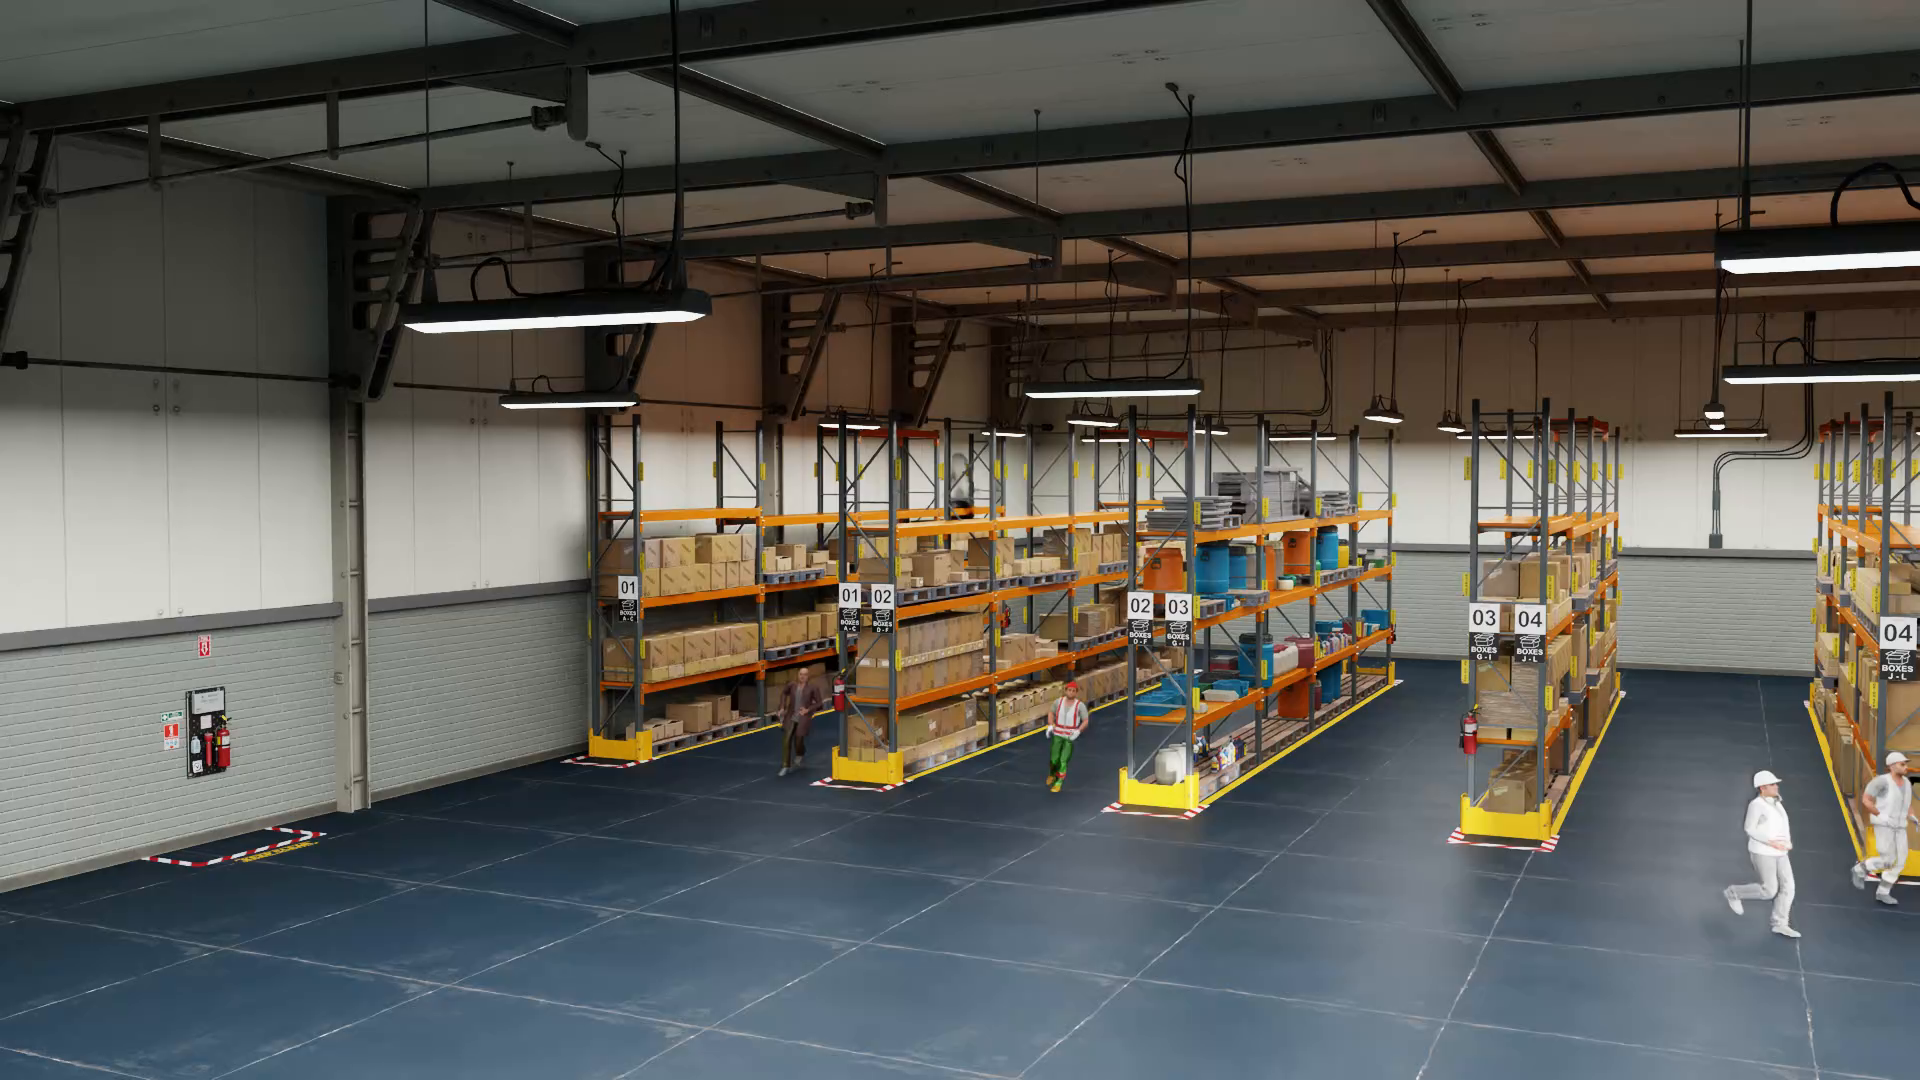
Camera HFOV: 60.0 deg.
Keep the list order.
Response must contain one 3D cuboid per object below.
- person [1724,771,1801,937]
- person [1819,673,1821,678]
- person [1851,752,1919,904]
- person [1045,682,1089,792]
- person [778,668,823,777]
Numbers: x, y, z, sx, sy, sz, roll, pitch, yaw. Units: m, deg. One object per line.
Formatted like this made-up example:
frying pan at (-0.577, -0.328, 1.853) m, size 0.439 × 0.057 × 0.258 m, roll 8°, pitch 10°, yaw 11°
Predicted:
person at (8.770, 3.389, 18.110) m, size 0.662 × 1.754 × 0.806 m, roll -2°, pitch 3°, yaw -36°
person at (19.053, 2.710, 36.246) m, size 0.787 × 1.674 × 0.601 m, roll 1°, pitch 2°, yaw 17°
person at (10.847, 3.336, 19.464) m, size 0.691 × 1.743 × 0.592 m, roll -1°, pitch 2°, yaw -17°
person at (1.658, 3.066, 25.945) m, size 0.703 × 1.727 × 0.558 m, roll 0°, pitch 2°, yaw 11°
person at (-2.657, 3.004, 27.662) m, size 0.759 × 1.762 × 0.944 m, roll 0°, pitch 2°, yaw 10°
